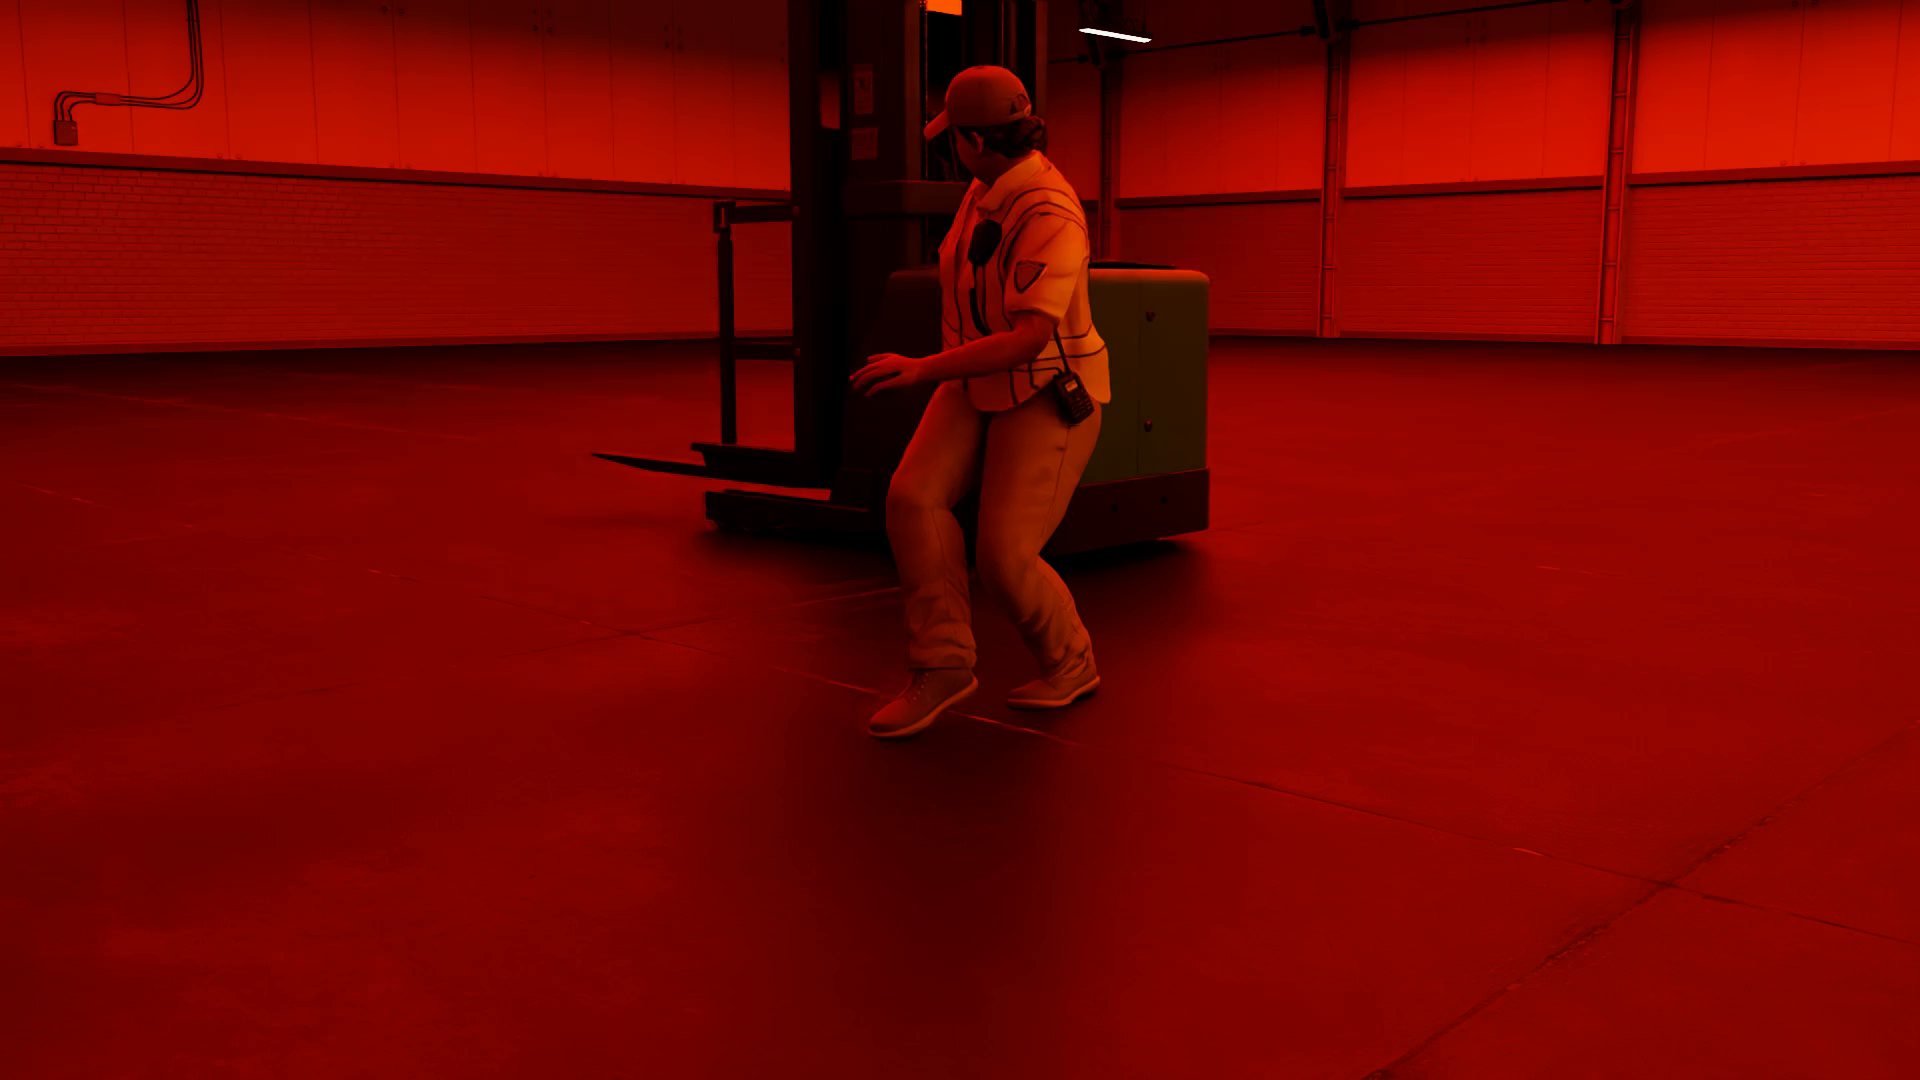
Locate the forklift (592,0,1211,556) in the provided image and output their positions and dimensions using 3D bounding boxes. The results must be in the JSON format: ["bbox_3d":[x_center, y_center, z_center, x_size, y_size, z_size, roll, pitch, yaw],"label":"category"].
[{"bbox_3d":[-0.437,-1.525,7.002,3.031,2.935,1.130,8,12,43],"label":"forklift"}]

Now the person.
[{"bbox_3d":[0.001,-0.334,3.955,0.755,1.514,0.706,-7,11,-40],"label":"person"}]
